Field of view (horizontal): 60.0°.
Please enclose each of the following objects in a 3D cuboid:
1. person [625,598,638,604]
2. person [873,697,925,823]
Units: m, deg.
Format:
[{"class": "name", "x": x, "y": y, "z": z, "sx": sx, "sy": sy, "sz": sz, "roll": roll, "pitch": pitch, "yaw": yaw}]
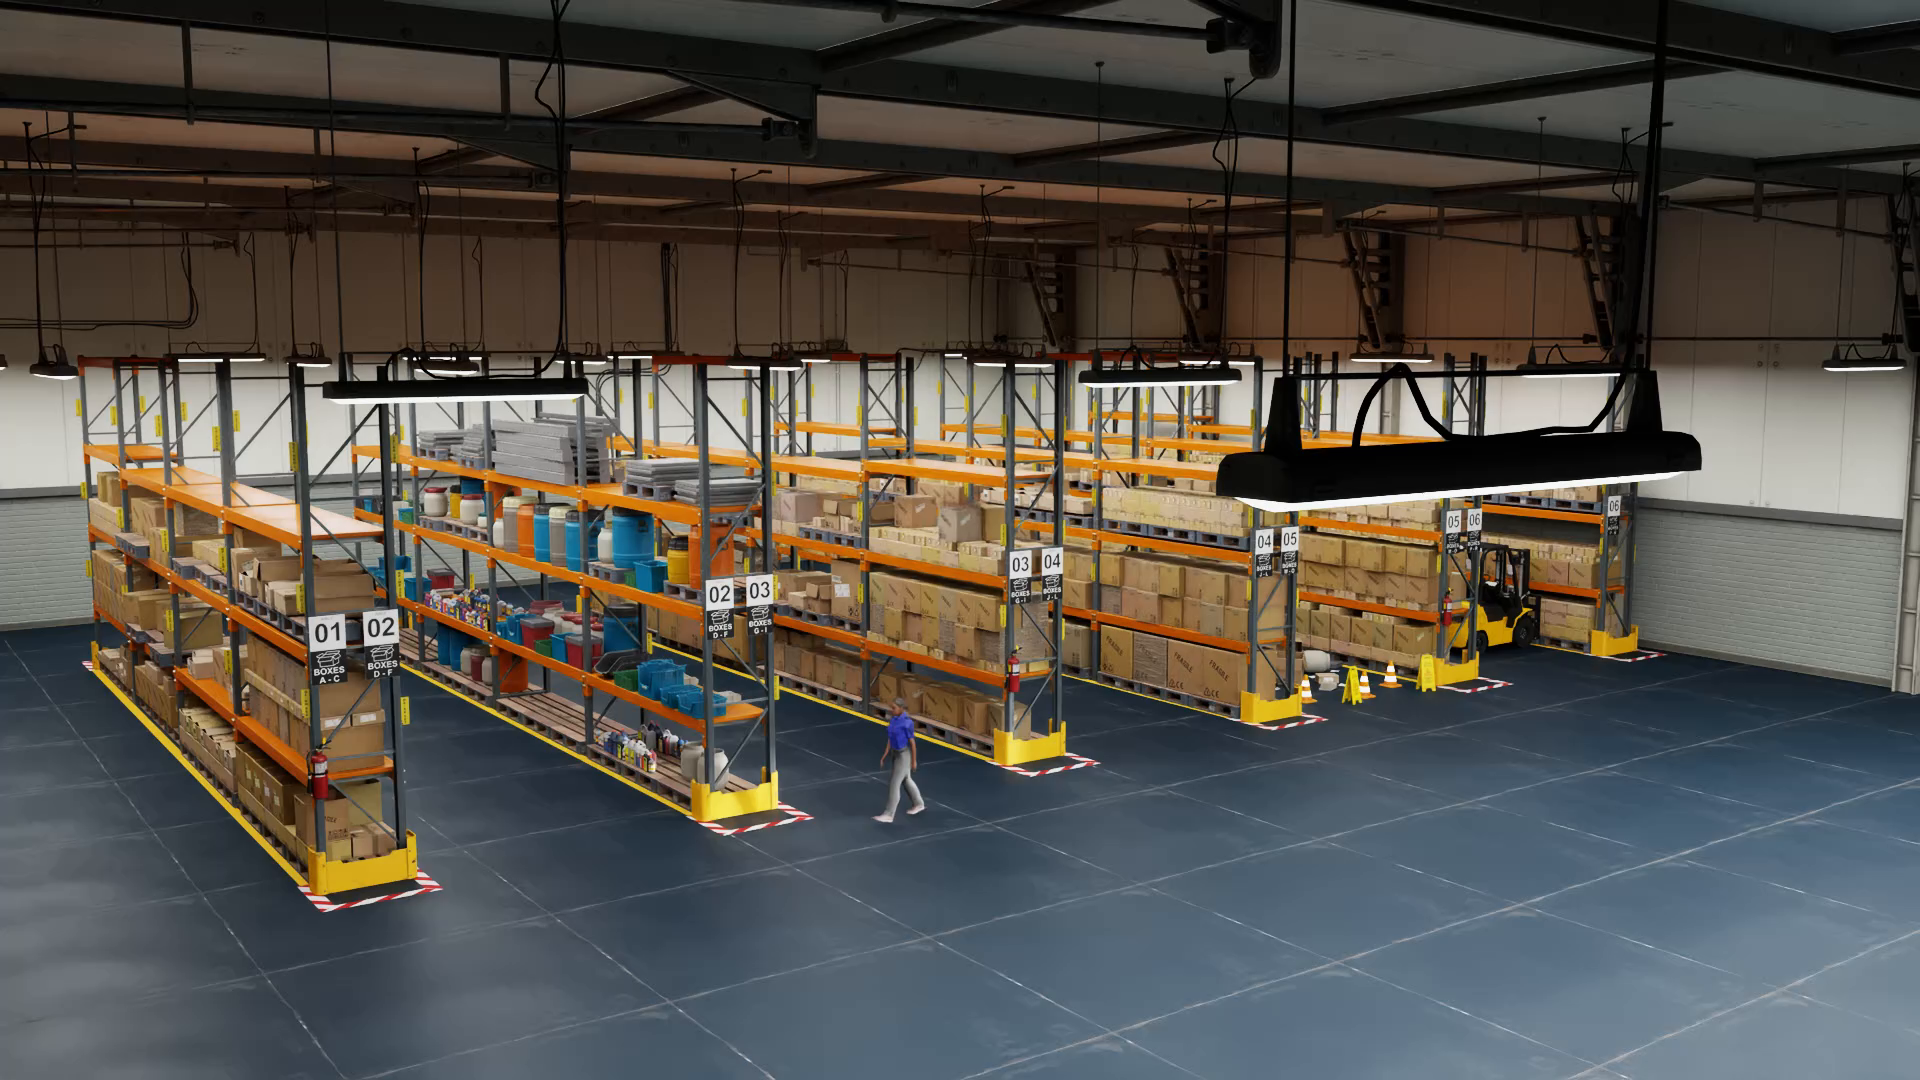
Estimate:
[{"class": "person", "x": -6.332, "y": 1.544, "z": 32.603, "sx": 0.545, "sy": 1.671, "sz": 0.477, "roll": 3, "pitch": 8, "yaw": 24}, {"class": "person", "x": -0.819, "y": 2.870, "z": 21.913, "sx": 0.866, "sy": 1.622, "sz": 0.475, "roll": -3, "pitch": 8, "yaw": -26}]
